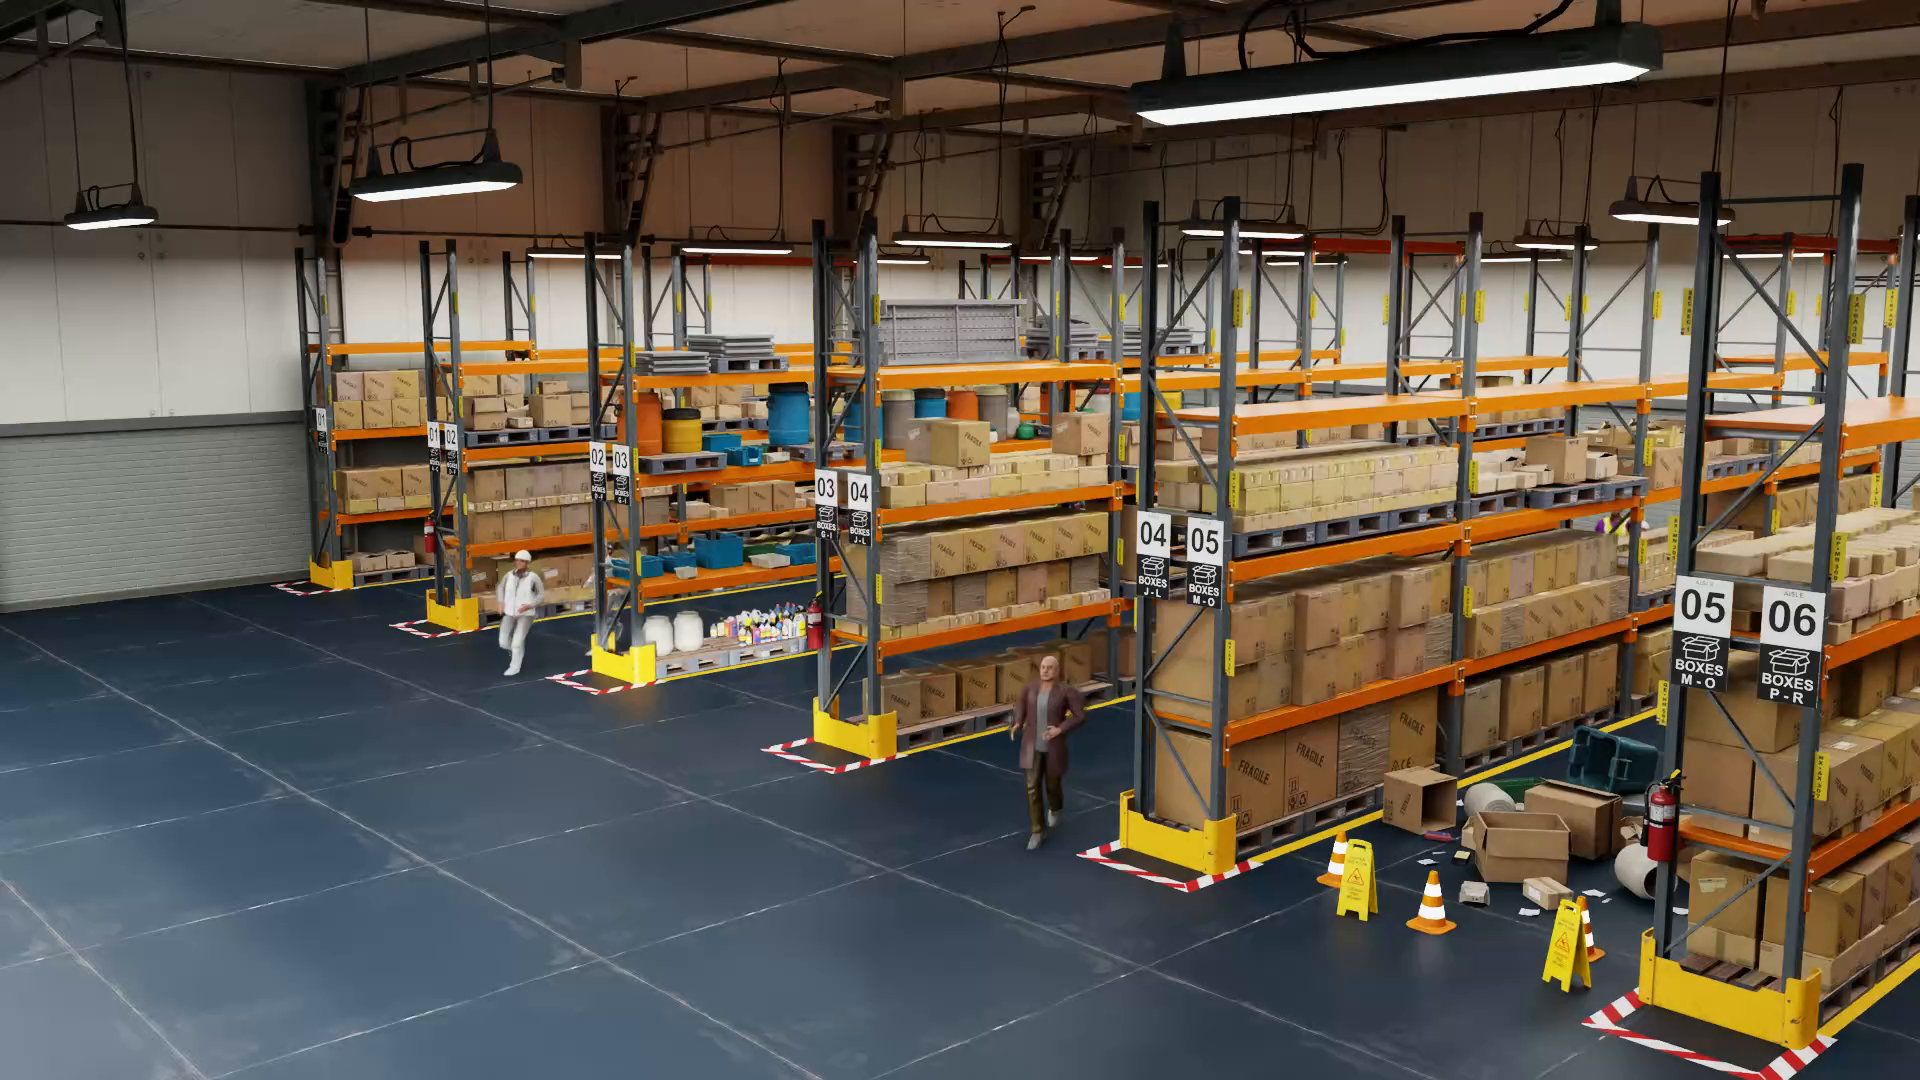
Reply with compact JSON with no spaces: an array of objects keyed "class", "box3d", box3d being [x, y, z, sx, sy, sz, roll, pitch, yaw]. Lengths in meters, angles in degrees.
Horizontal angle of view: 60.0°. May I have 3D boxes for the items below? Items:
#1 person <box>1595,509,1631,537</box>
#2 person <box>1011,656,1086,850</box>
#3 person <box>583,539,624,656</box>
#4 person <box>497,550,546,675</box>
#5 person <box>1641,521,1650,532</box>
[{"class":"person","box3d":[11.000,0.221,27.877,0.724,1.763,0.659,8,12,44]},{"class":"person","box3d":[0.846,1.997,15.911,0.726,1.793,0.883,2,9,15]},{"class":"person","box3d":[-5.143,0.798,24.129,0.619,1.663,0.858,5,10,31]},{"class":"person","box3d":[-6.022,0.987,22.838,0.706,1.716,0.559,1,8,7]},{"class":"person","box3d":[10.447,0.583,25.461,0.635,1.758,0.651,-5,10,-31]}]
